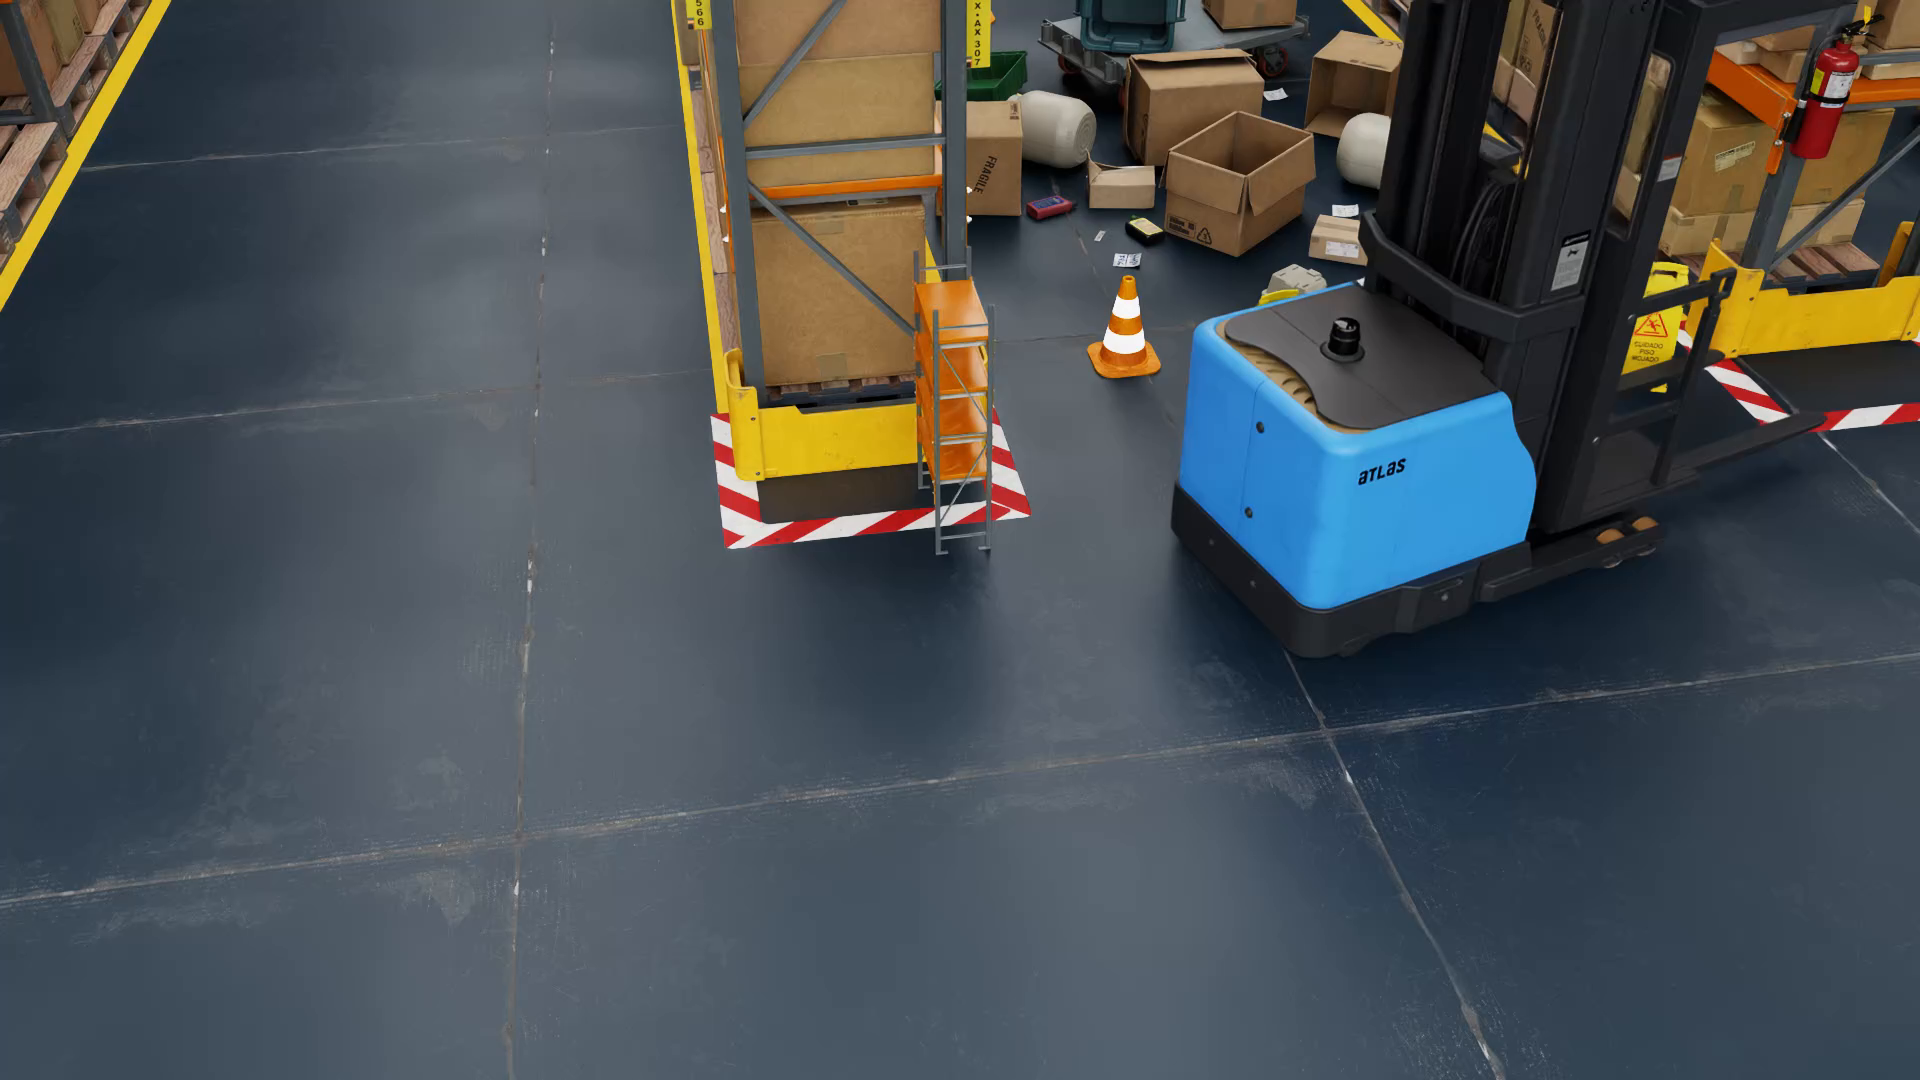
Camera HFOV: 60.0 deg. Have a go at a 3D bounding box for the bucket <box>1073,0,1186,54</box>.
[{"bbox_3d":[1.117,-3.516,10.761,0.726,0.611,0.620,6,28,8],"label":"bucket"}]

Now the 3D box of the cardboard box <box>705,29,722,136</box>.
[{"bbox_3d":[-0.703,-2.235,7.560,0.875,0.550,0.550,-6,38,-8],"label":"cardboard box"}]

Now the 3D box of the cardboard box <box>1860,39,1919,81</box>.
[{"bbox_3d":[4.525,-2.349,8.033,0.380,0.149,0.250,-6,38,-8],"label":"cardboard box"}]

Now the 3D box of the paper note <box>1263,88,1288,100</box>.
[{"bbox_3d":[2.093,-2.961,11.036,0.148,0.019,0.142,-6,38,-8],"label":"paper note"}]

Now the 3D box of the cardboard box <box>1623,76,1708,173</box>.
[{"bbox_3d":[3.889,-2.367,9.140,0.500,0.500,0.500,-5,38,-6],"label":"cardboard box"}]

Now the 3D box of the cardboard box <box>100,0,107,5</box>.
[{"bbox_3d":[-6.425,-4.095,11.756,0.700,0.500,0.500,-3,38,-4],"label":"cardboard box"}]

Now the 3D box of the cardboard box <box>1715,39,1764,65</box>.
[{"bbox_3d":[3.951,-2.465,8.183,0.380,0.149,0.250,-7,38,-8],"label":"cardboard box"}]

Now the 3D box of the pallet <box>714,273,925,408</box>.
[{"bbox_3d":[-0.692,-1.000,8.366,1.003,0.211,1.213,-6,38,-8],"label":"pallet"}]

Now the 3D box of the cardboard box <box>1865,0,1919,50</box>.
[{"bbox_3d":[4.571,-2.693,7.948,0.500,0.500,0.500,-7,38,-9],"label":"cardboard box"}]

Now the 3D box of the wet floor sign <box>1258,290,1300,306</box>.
[{"bbox_3d":[1.479,-0.893,7.873,0.267,0.644,0.232,-13,40,-16],"label":"wet floor sign"}]

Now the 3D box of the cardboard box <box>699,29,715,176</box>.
[{"bbox_3d":[-0.973,-2.438,9.333,0.875,0.875,0.875,-6,38,-8],"label":"cardboard box"}]

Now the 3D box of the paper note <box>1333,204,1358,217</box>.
[{"bbox_3d":[2.254,-1.930,9.718,0.148,0.019,0.142,6,38,8],"label":"paper note"}]

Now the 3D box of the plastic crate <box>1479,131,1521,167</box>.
[{"bbox_3d":[3.147,-2.447,10.335,0.402,0.080,0.583,-20,42,-23],"label":"plastic crate"}]

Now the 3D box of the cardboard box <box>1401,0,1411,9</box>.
[{"bbox_3d":[3.585,-4.081,11.858,0.950,0.372,0.625,-6,38,-7],"label":"cardboard box"}]

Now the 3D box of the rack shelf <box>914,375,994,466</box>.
[{"bbox_3d":[-0.029,-0.521,7.052,0.258,0.148,0.480,-6,38,-8],"label":"rack shelf"}]

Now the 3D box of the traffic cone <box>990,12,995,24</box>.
[{"bbox_3d":[0.075,-4.014,12.039,0.336,0.463,0.334,-6,38,-8],"label":"traffic cone"}]

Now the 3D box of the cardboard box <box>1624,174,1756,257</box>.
[{"bbox_3d":[3.970,-1.774,8.988,0.500,0.250,0.500,-6,38,-8],"label":"cardboard box"}]

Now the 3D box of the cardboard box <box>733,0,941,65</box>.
[{"bbox_3d":[-0.502,-2.341,6.816,0.875,0.550,0.550,-6,38,-8],"label":"cardboard box"}]

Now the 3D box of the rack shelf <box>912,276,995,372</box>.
[{"bbox_3d":[-0.029,-0.884,6.770,0.258,0.148,0.480,-6,38,-8],"label":"rack shelf"}]

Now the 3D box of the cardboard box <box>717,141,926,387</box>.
[{"bbox_3d":[-0.659,-1.356,7.941,0.875,0.875,0.875,-6,38,-8],"label":"cardboard box"}]

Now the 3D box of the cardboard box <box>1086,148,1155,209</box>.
[{"bbox_3d":[0.938,-2.123,9.767,0.396,0.266,0.258,0,38,0],"label":"cardboard box"}]

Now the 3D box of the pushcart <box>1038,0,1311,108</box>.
[{"bbox_3d":[1.443,-3.326,11.223,1.648,0.377,0.936,-20,42,-23],"label":"pushcart"}]

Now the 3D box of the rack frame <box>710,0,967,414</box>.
[{"bbox_3d":[-0.475,-1.627,6.899,1.000,3.000,0.127,-6,38,-8],"label":"rack frame"}]

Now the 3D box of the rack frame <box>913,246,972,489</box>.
[{"bbox_3d":[-0.072,-0.721,7.200,0.240,1.200,0.015,-6,38,-8],"label":"rack frame"}]

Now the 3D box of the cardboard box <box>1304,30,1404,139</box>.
[{"bbox_3d":[2.528,-2.857,10.518,0.500,0.500,0.500,19,42,23],"label":"cardboard box"}]

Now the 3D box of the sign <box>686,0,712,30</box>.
[{"bbox_3d":[-1.012,-2.128,6.407,0.100,0.325,0.005,-6,38,-8],"label":"sign"}]

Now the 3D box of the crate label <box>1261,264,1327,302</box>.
[{"bbox_3d":[1.803,-1.355,8.882,0.250,0.136,0.298,-27,45,-31],"label":"crate label"}]

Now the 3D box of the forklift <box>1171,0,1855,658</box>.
[{"bbox_3d":[2.468,-1.312,6.550,3.031,2.935,1.130,-17,41,-20],"label":"forklift"}]

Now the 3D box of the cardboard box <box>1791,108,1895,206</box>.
[{"bbox_3d":[4.507,-2.128,8.832,0.500,0.500,0.500,-7,38,-9],"label":"cardboard box"}]

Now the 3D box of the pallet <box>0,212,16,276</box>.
[{"bbox_3d":[-5.707,-1.329,8.789,1.003,0.211,1.213,-6,38,-8],"label":"pallet"}]

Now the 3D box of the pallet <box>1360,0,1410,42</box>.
[{"bbox_3d":[3.541,-4.005,12.234,1.003,0.211,1.213,-6,38,-8],"label":"pallet"}]

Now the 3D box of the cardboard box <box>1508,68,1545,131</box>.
[{"bbox_3d":[3.717,-2.690,10.166,0.500,0.250,0.500,-7,38,-9],"label":"cardboard box"}]

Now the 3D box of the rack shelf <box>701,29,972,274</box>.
[{"bbox_3d":[-0.826,-2.551,8.675,1.077,0.370,4.000,-6,38,-8],"label":"rack shelf"}]

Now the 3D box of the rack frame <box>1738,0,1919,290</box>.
[{"bbox_3d":[4.381,-2.221,7.663,1.000,3.000,0.127,-6,38,-8],"label":"rack frame"}]

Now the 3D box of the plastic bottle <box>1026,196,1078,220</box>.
[{"bbox_3d":[0.540,-1.948,9.708,0.283,0.061,0.133,-20,42,-23],"label":"plastic bottle"}]

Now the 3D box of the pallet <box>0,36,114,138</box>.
[{"bbox_3d":[-6.215,-2.940,10.862,1.003,0.211,1.213,-6,38,-8],"label":"pallet"}]

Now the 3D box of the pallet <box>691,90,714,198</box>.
[{"bbox_3d":[-1.120,-2.474,10.263,1.003,0.211,1.213,-6,38,-8],"label":"pallet"}]

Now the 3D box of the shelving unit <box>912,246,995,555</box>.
[{"bbox_3d":[-0.029,-0.574,7.011,0.258,1.200,0.503,-6,38,-8],"label":"shelving unit"}]

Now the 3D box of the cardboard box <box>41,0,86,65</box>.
[{"bbox_3d":[-6.229,-3.421,10.887,0.700,0.500,0.500,-6,38,-8],"label":"cardboard box"}]

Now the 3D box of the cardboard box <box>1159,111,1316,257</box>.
[{"bbox_3d":[1.580,-2.023,9.444,0.637,0.503,0.797,27,45,30],"label":"cardboard box"}]

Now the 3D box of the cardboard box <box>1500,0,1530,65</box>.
[{"bbox_3d":[3.622,-3.305,10.347,0.500,0.500,0.500,-5,38,-6],"label":"cardboard box"}]

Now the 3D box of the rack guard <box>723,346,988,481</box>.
[{"bbox_3d":[-0.471,-0.626,7.648,1.175,0.500,0.348,-6,38,-8],"label":"rack guard"}]

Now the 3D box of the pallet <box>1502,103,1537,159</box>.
[{"bbox_3d":[4.049,-2.395,10.161,1.003,0.211,1.213,-6,38,-8],"label":"pallet"}]

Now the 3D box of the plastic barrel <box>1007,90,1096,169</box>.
[{"bbox_3d":[0.533,-2.506,10.130,0.512,0.421,0.421,19,42,23],"label":"plastic barrel"}]
